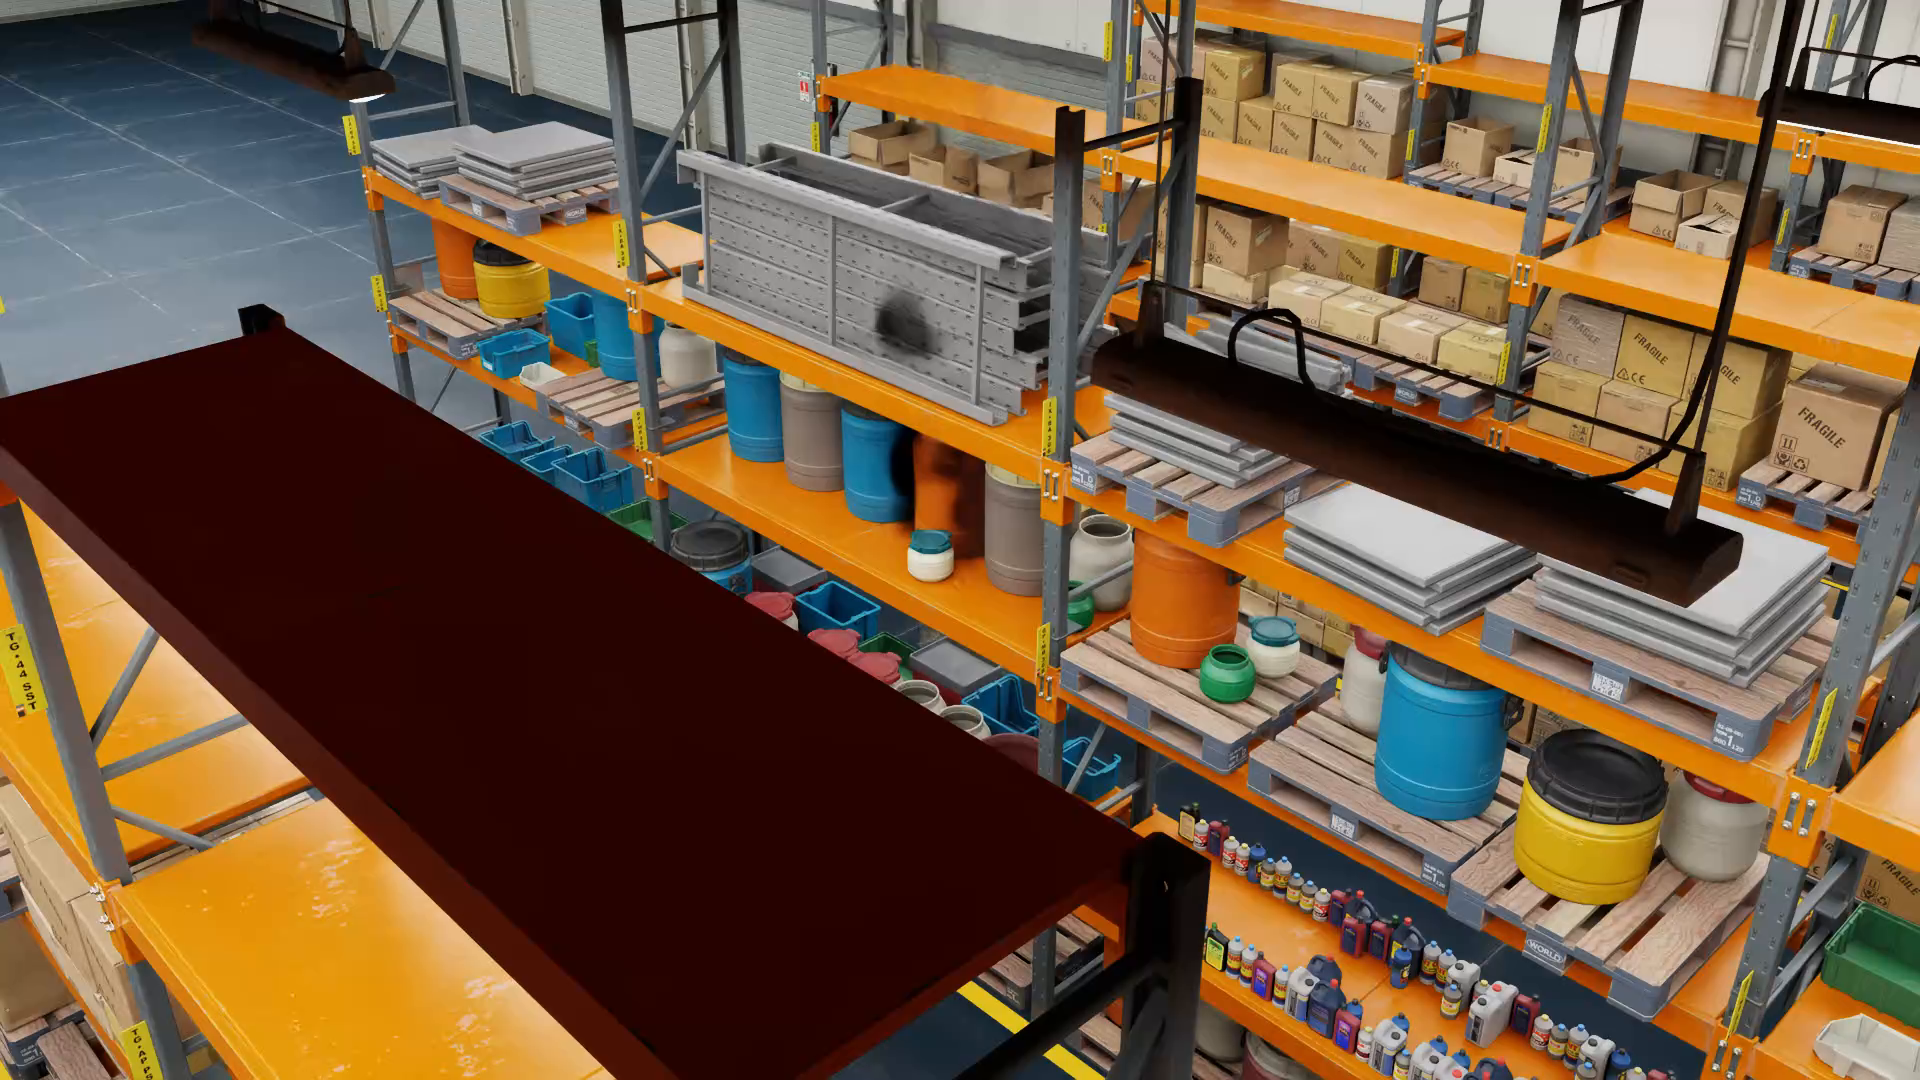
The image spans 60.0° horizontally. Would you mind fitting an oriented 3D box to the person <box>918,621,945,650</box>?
[{"bbox_3d":[-0.147,0.481,14.201,0.780,1.729,0.550,16,32,27],"label":"person"}]
